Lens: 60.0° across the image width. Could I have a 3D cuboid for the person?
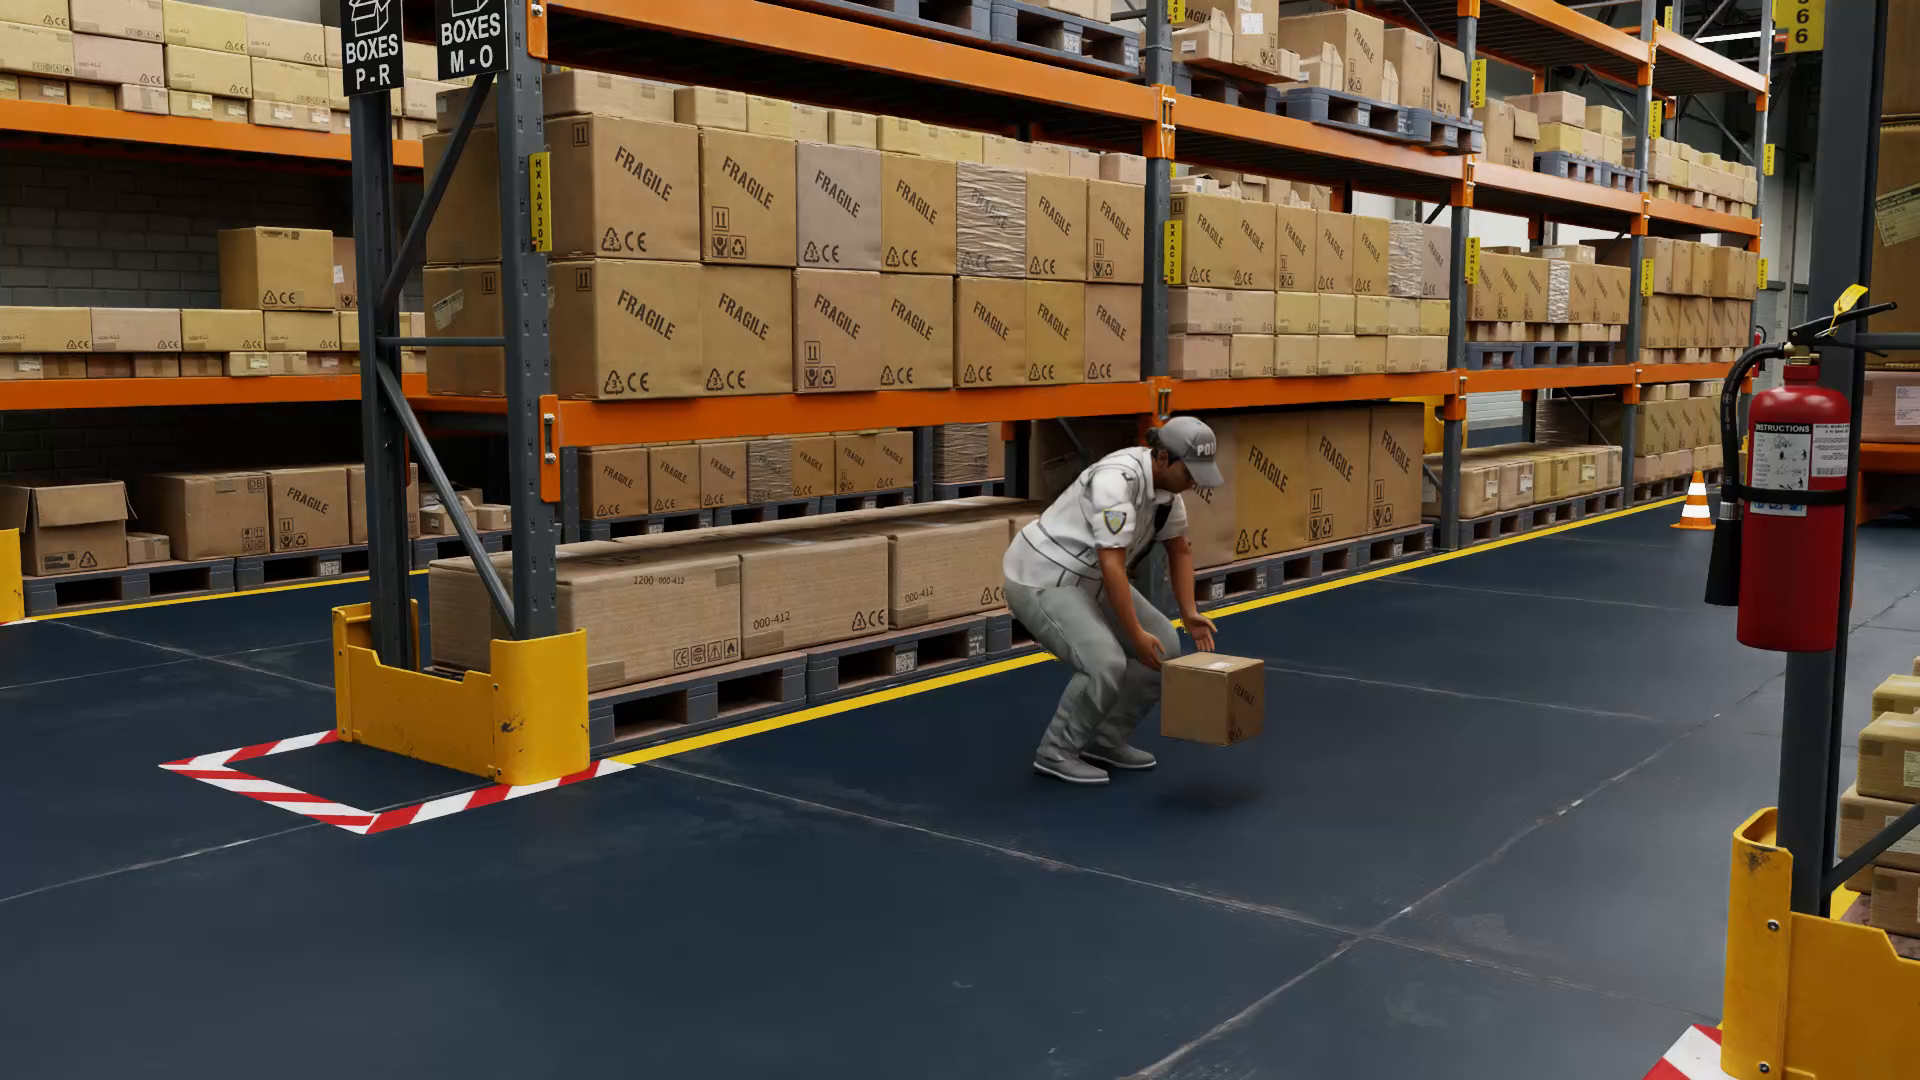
[{"bbox_3d":[0.553,0.196,5.802,0.772,1.268,0.538,5,9,38],"label":"person"}]
